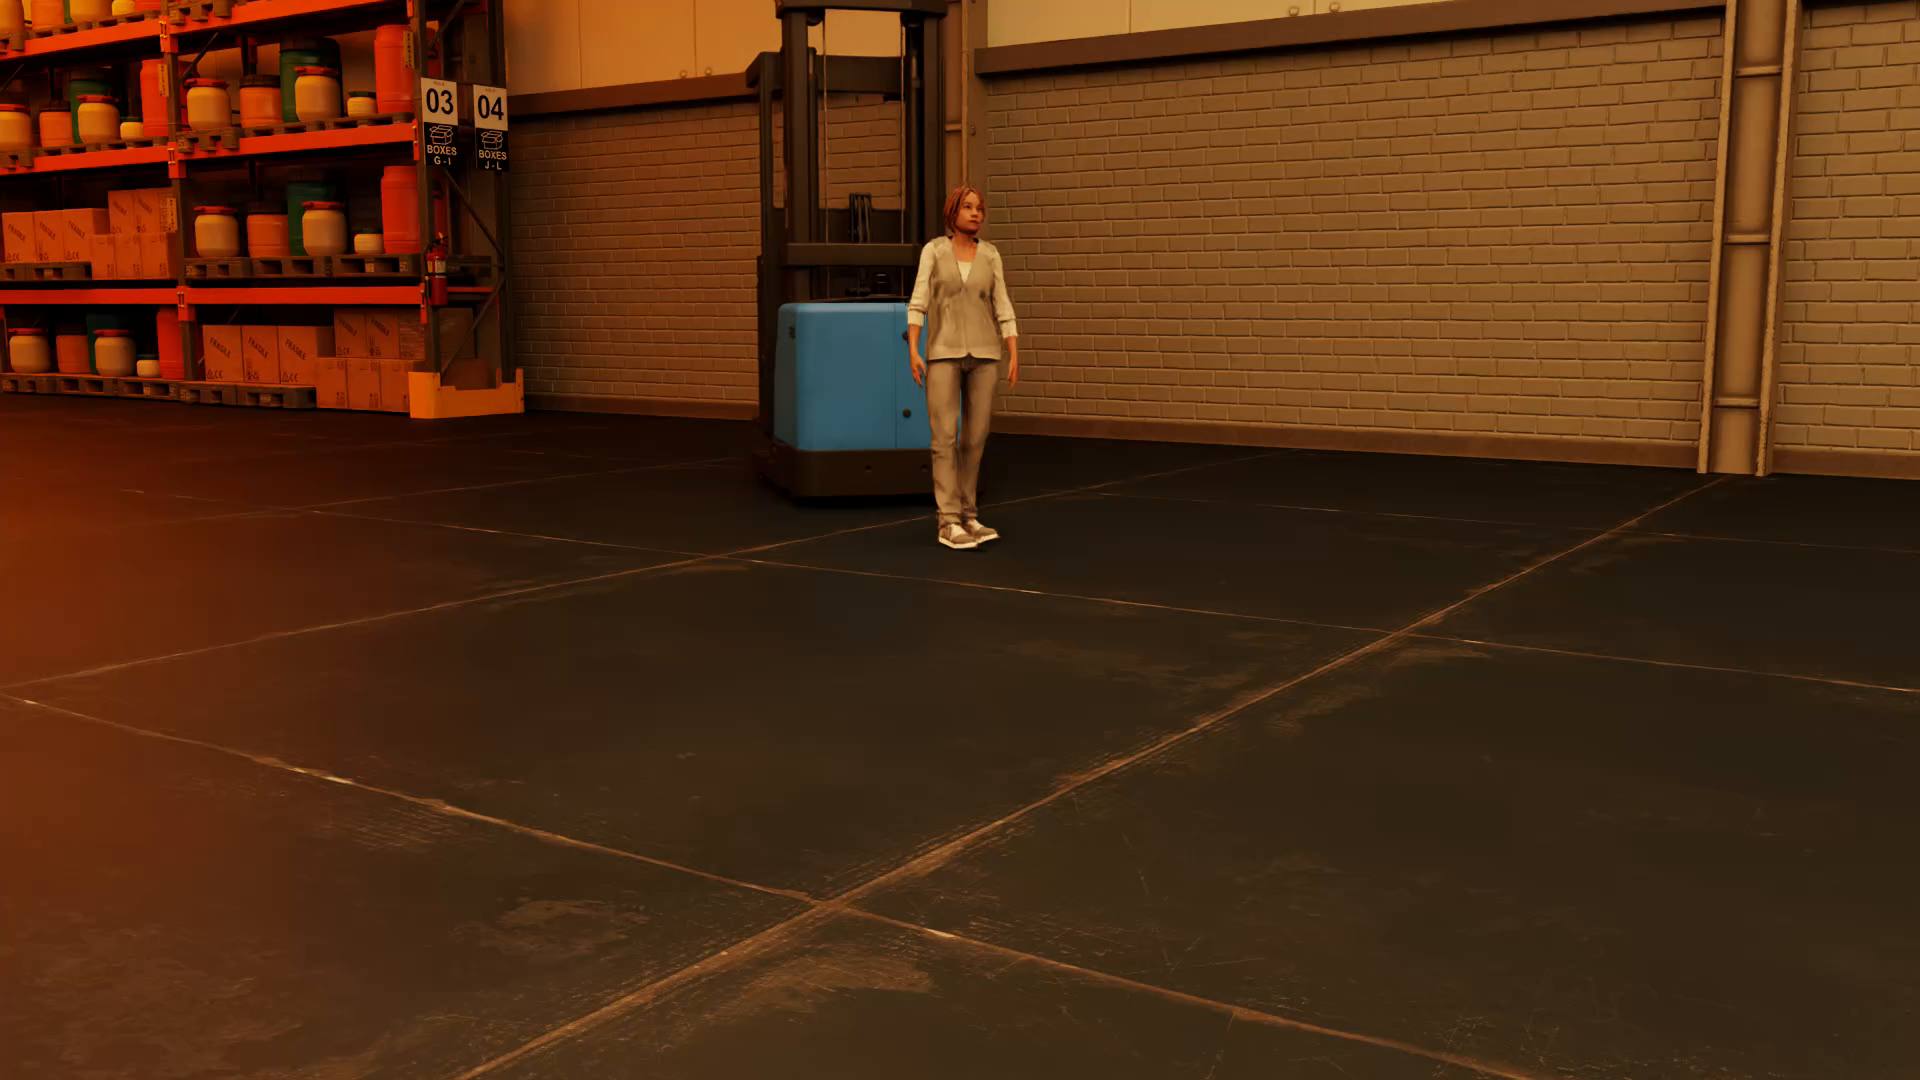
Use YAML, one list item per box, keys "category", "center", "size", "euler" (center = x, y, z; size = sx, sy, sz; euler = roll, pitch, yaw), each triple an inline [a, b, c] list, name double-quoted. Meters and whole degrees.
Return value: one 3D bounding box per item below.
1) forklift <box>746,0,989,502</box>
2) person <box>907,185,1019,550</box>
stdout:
- category: "forklift"
  center: [-0.684, -1.827, 10.044]
  size: [1.130, 2.935, 3.031]
  euler: [-2, 8, -13]
- category: "person"
  center: [0.038, -0.771, 7.371]
  size: [0.499, 1.597, 0.542]
  euler: [-2, 8, -12]
